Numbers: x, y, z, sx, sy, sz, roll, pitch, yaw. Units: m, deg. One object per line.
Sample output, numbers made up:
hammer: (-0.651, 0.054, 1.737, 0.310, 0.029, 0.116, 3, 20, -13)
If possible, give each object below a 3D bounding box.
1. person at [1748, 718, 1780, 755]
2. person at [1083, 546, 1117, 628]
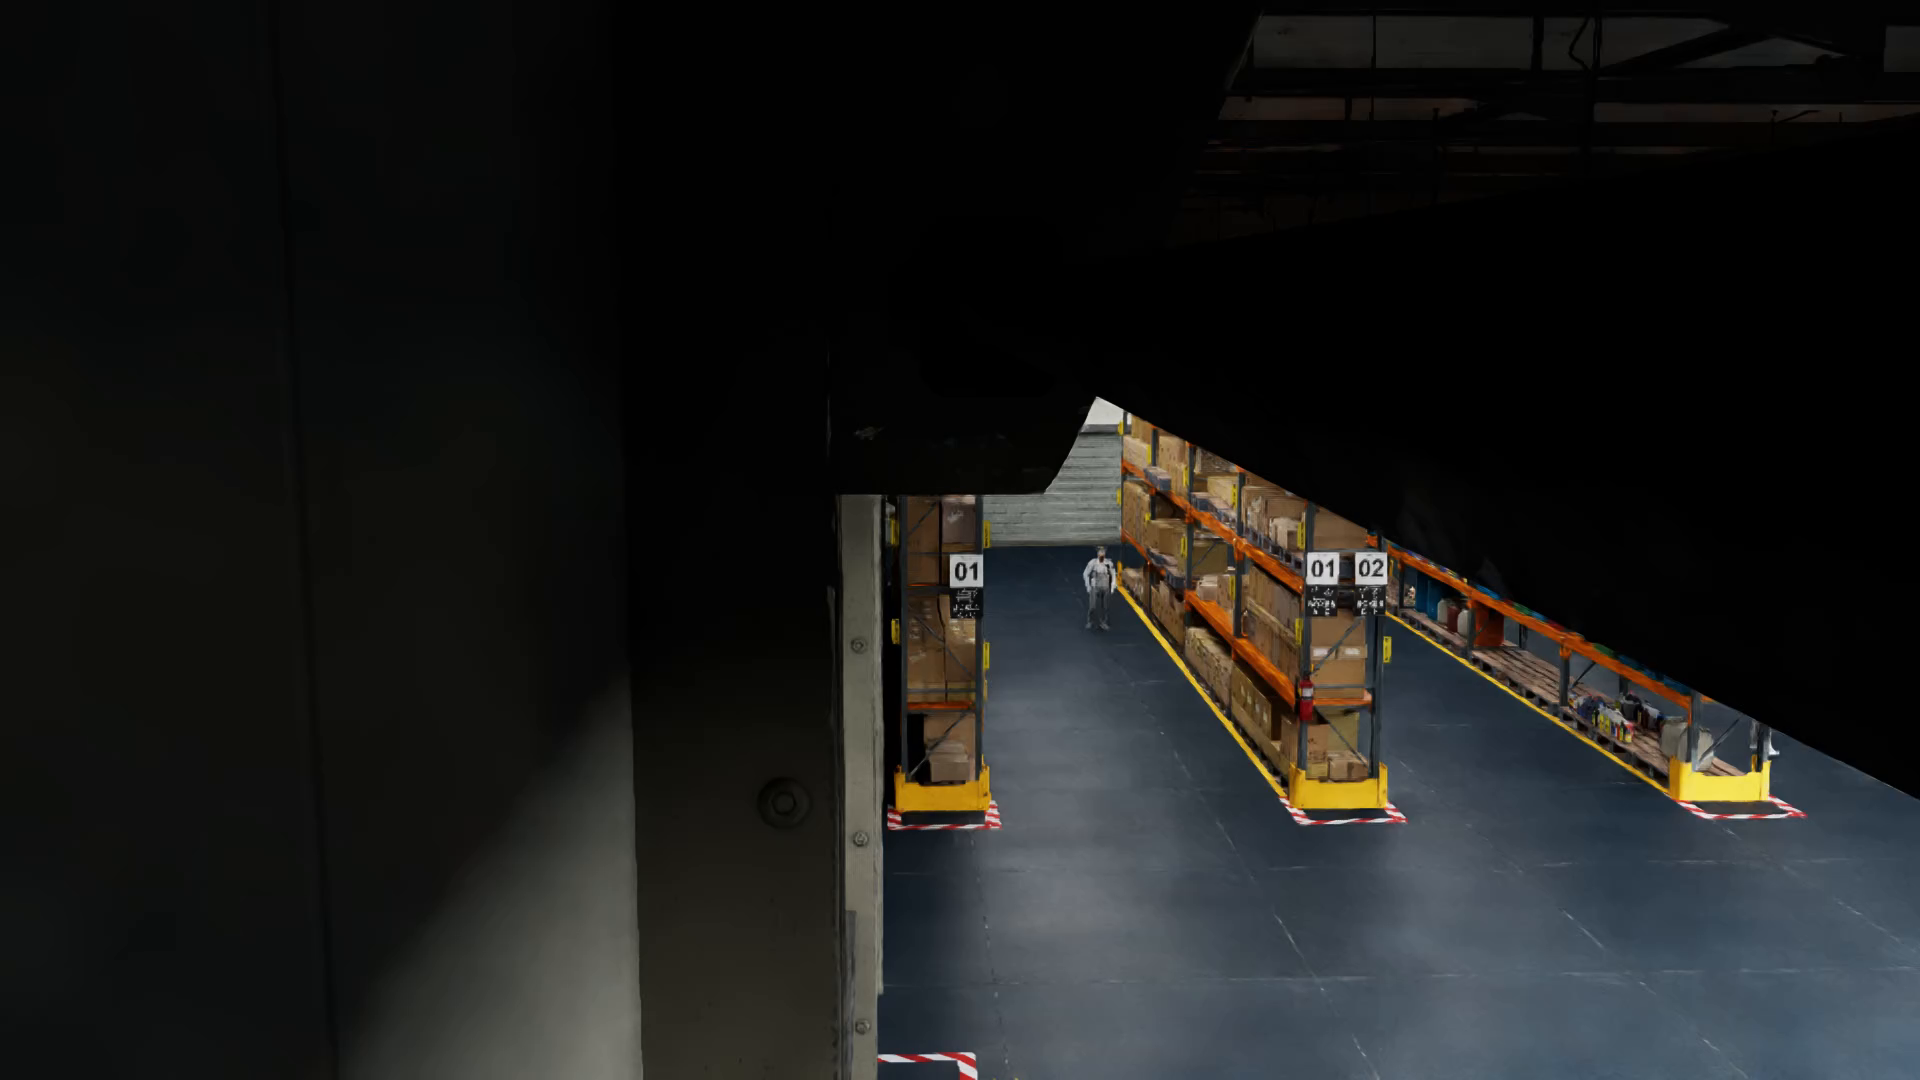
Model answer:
person: (11.160, 2.166, 23.010, 0.399, 1.569, 0.469, -6, 10, -34)
person: (2.653, 0.886, 31.564, 0.637, 1.631, 0.508, -1, 8, -4)
